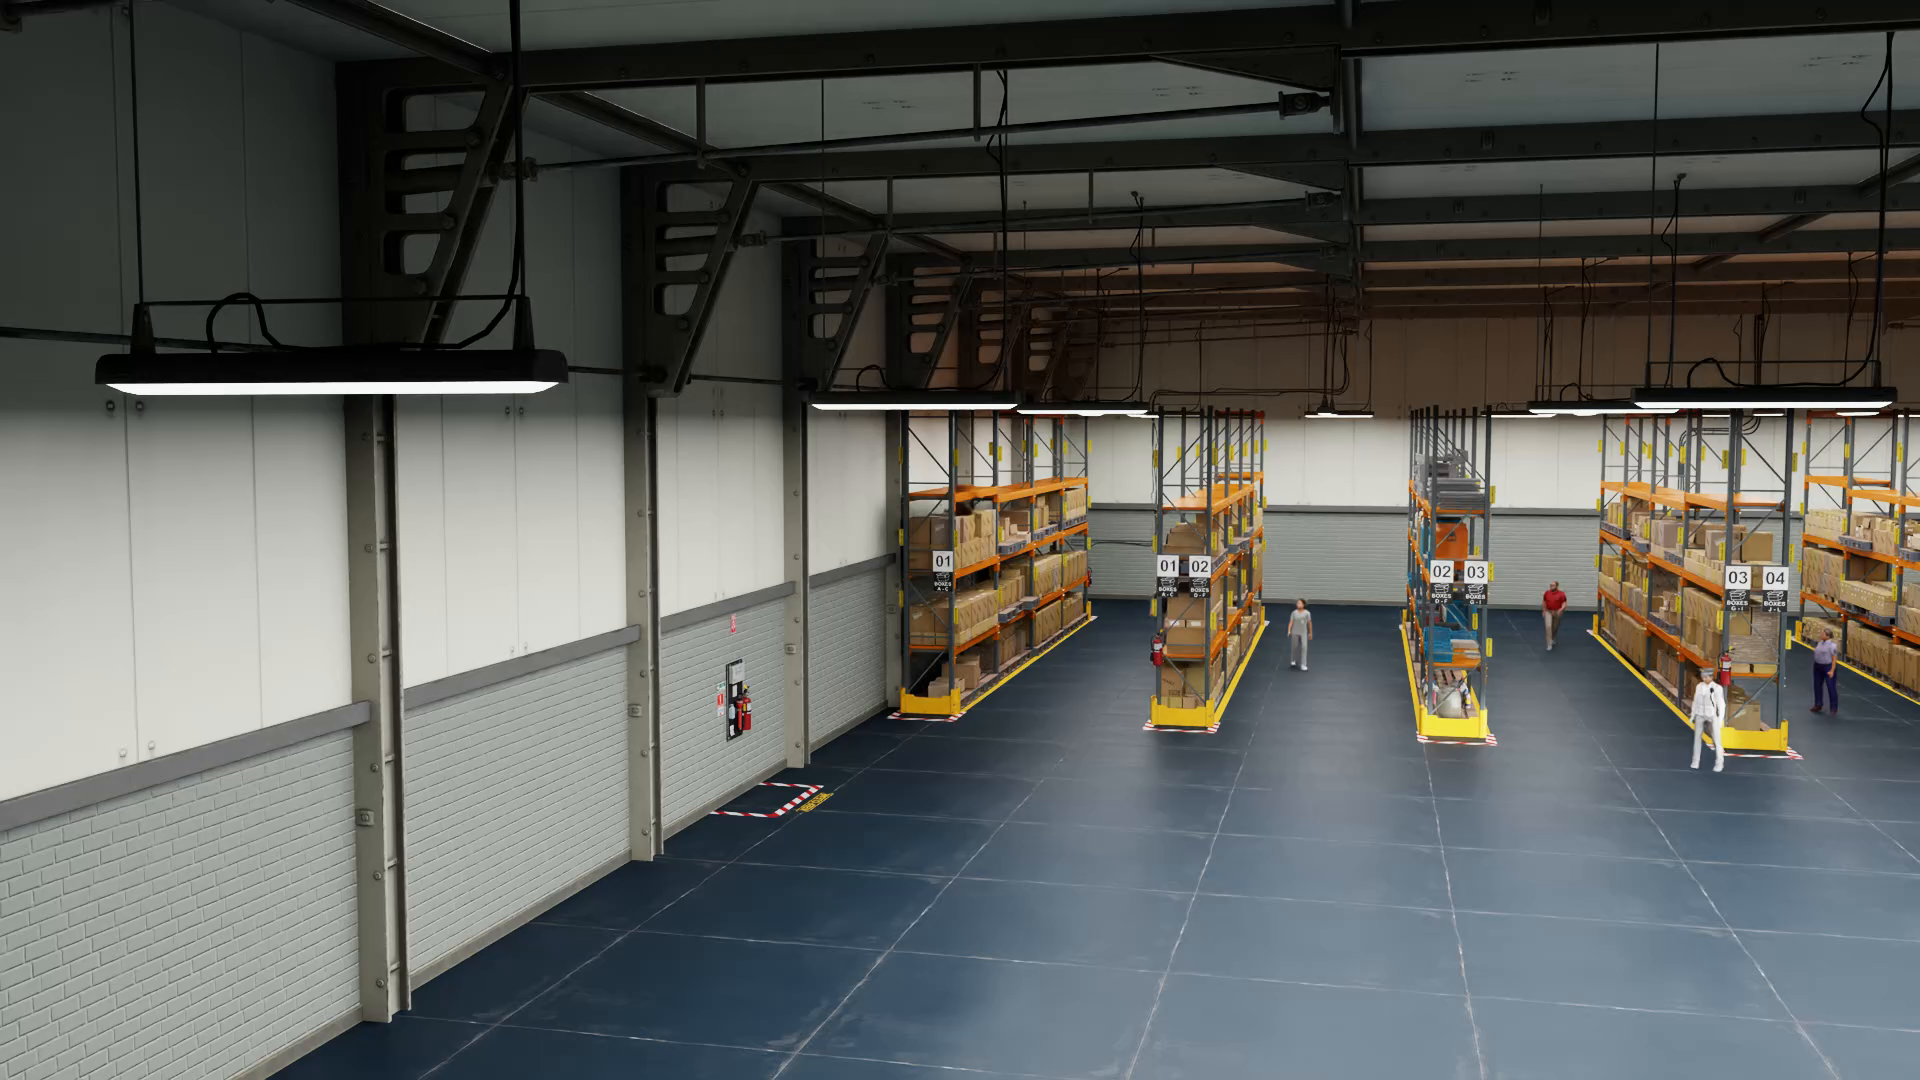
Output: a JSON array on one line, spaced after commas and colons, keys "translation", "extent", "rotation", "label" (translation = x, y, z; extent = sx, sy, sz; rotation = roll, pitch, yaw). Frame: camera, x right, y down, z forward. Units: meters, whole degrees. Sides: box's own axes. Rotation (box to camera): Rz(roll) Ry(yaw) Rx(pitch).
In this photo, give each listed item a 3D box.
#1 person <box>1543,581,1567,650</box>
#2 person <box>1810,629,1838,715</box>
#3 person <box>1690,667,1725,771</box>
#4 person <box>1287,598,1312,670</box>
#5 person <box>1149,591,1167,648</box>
[{"translation": [15.001, 1.888, 41.943], "extent": [0.539, 1.716, 0.995], "rotation": [1, 4, 14], "label": "person"}, {"translation": [16.990, 2.578, 32.605], "extent": [0.361, 1.683, 0.532], "rotation": [-3, 5, -33], "label": "person"}, {"translation": [12.272, 2.926, 27.324], "extent": [0.551, 1.670, 0.372], "rotation": [4, 6, 43], "label": "person"}, {"translation": [7.833, 2.156, 38.337], "extent": [0.590, 1.621, 1.015], "rotation": [0, 4, 5], "label": "person"}, {"translation": [5.111, 1.867, 42.156], "extent": [0.602, 1.684, 1.012], "rotation": [1, 4, 18], "label": "person"}]
